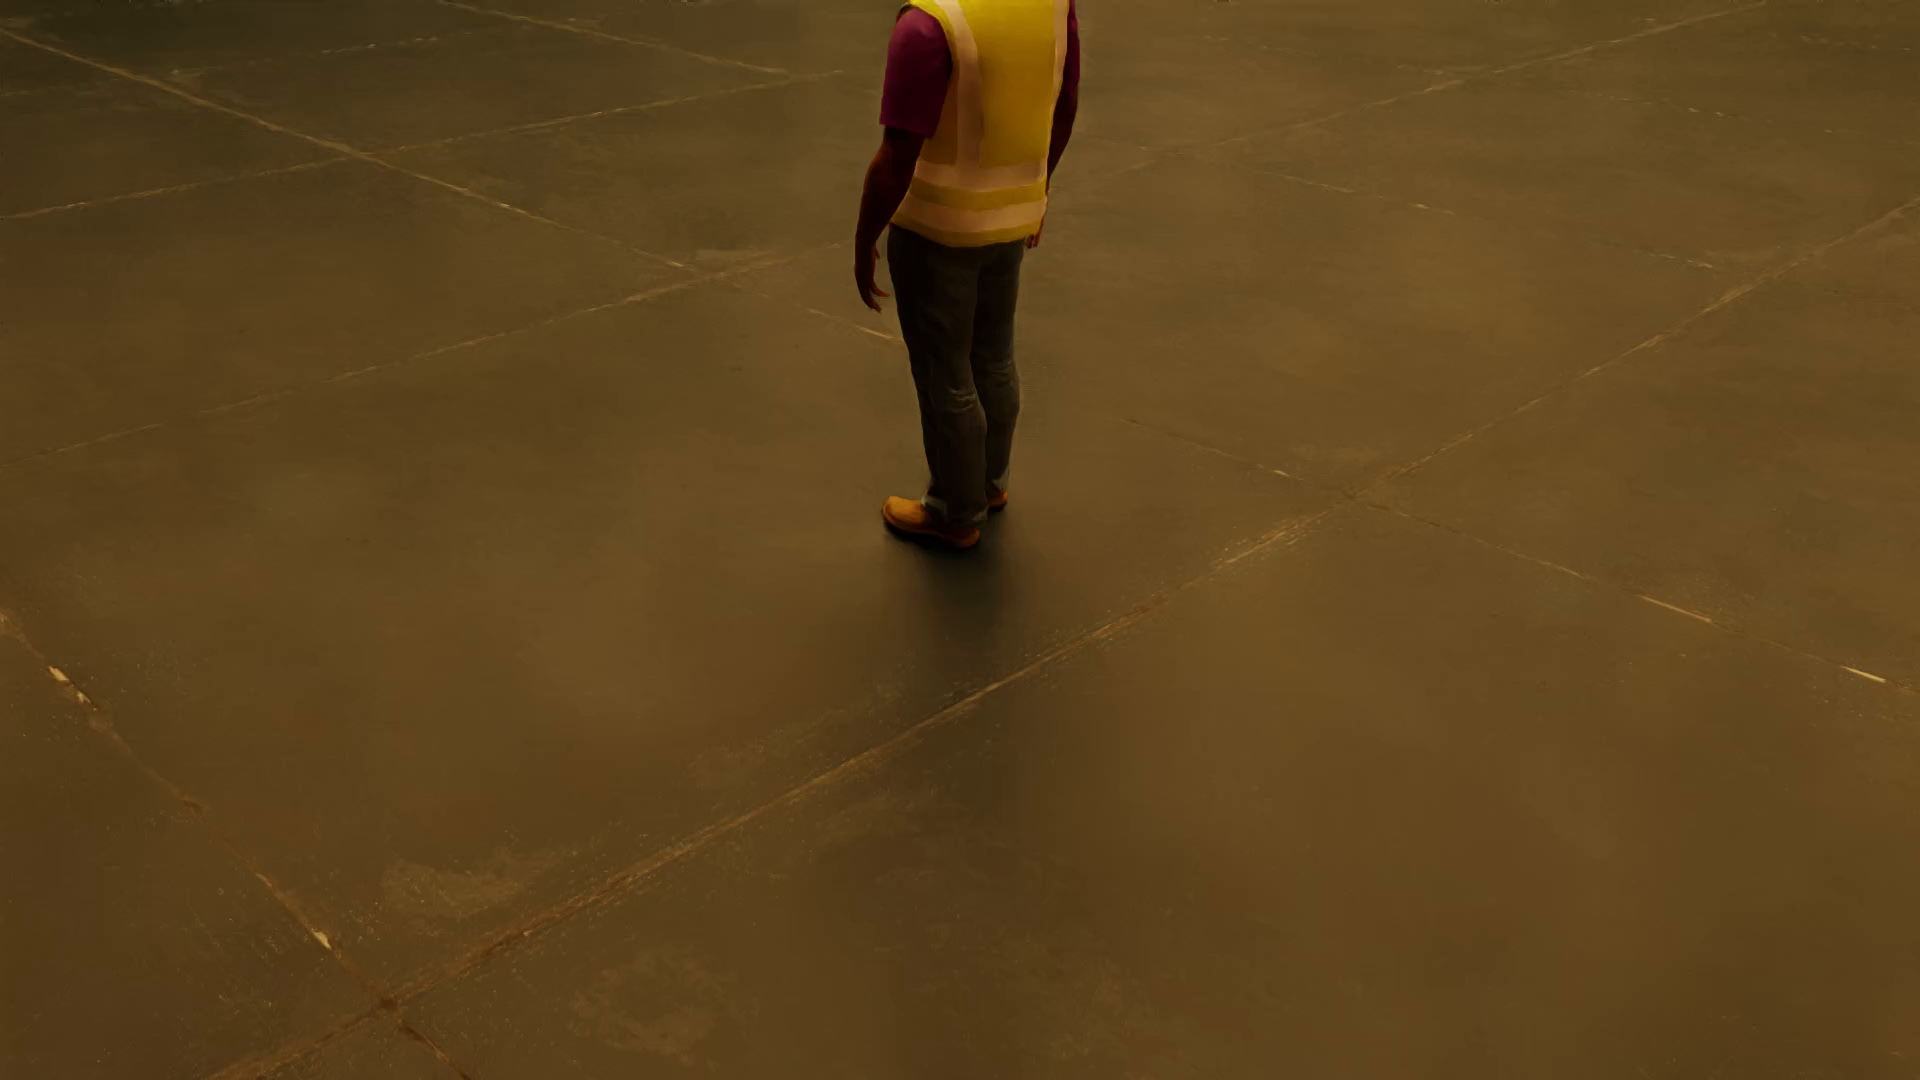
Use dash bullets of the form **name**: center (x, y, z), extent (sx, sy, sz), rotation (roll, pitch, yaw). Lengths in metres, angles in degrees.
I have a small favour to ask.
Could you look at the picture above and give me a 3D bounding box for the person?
- **person**: center (-0.045, -0.823, 4.198), extent (0.665, 1.766, 0.576), rotation (-24, 35, -39)
